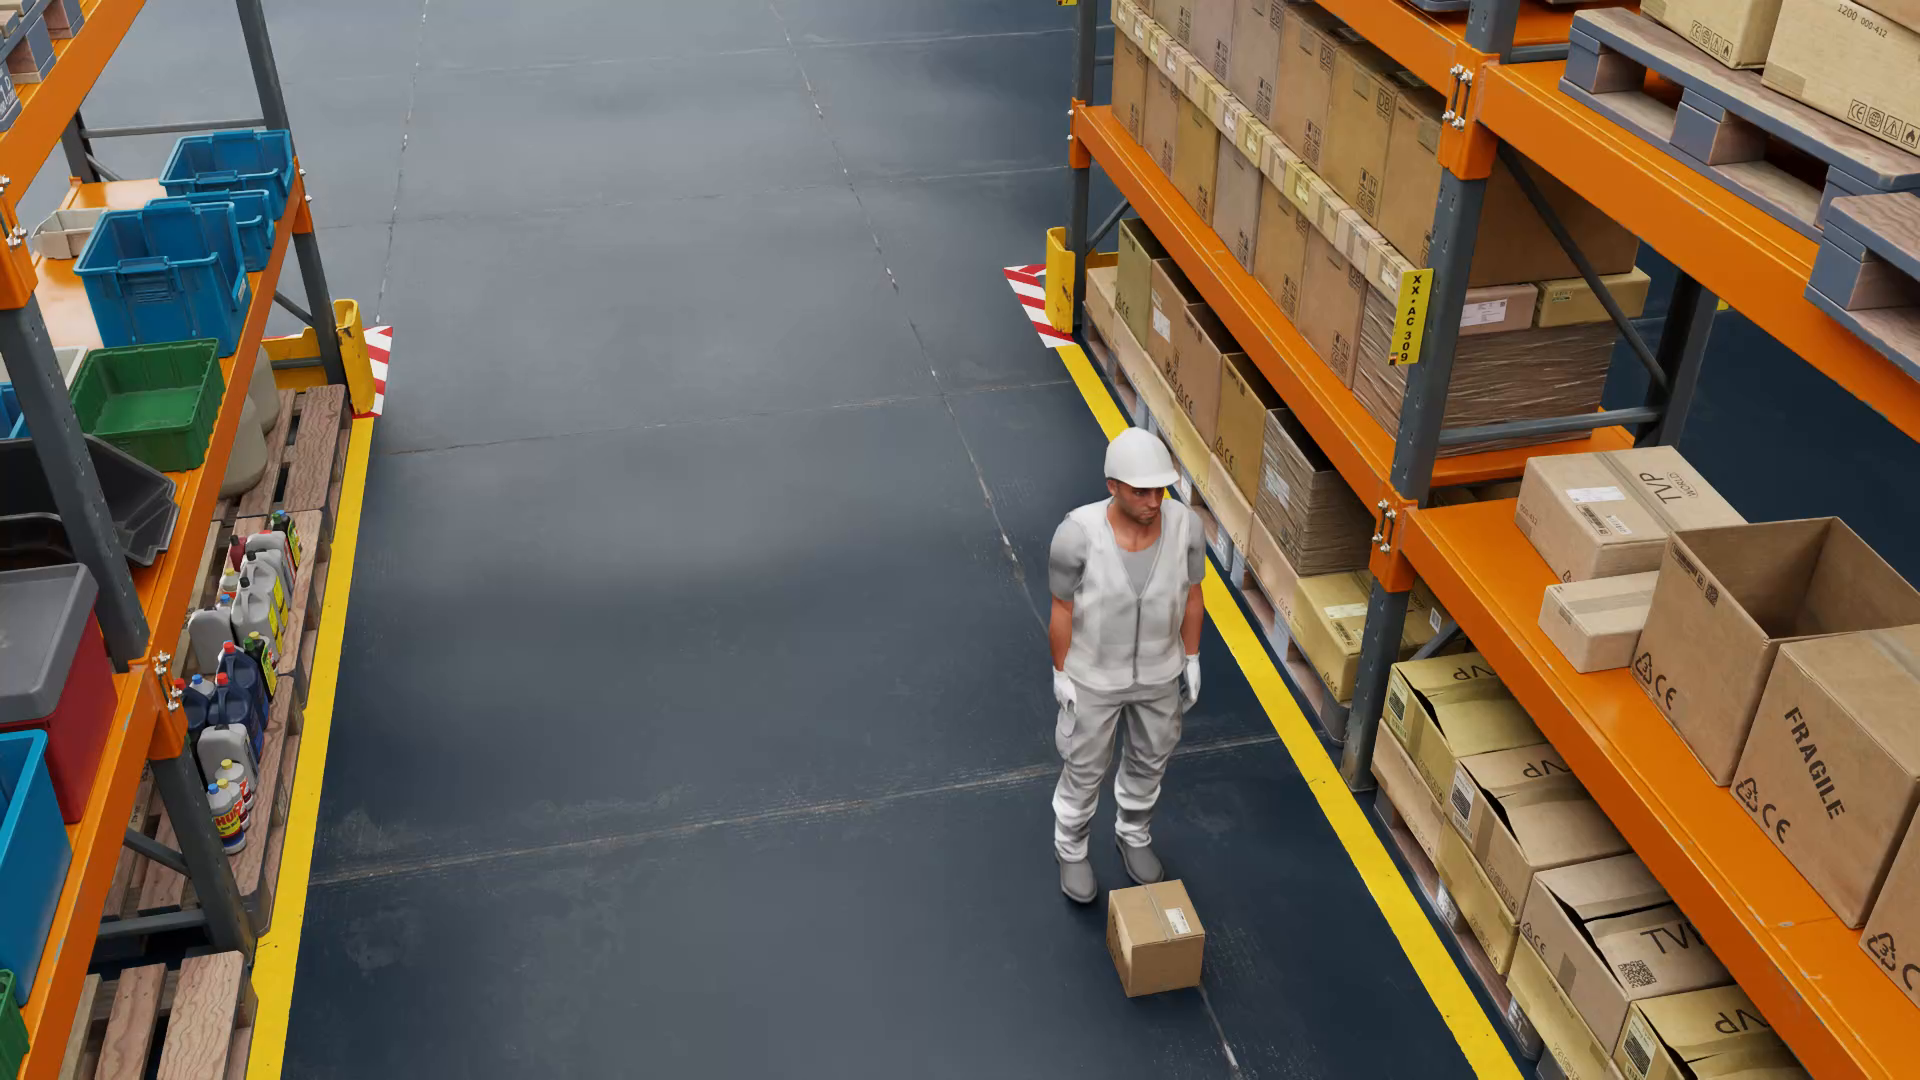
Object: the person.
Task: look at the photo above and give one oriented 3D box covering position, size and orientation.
[{"bbox_3d":[0.547,0.433,5.479,0.524,1.787,0.353,-7,35,-10],"label":"person"}]
